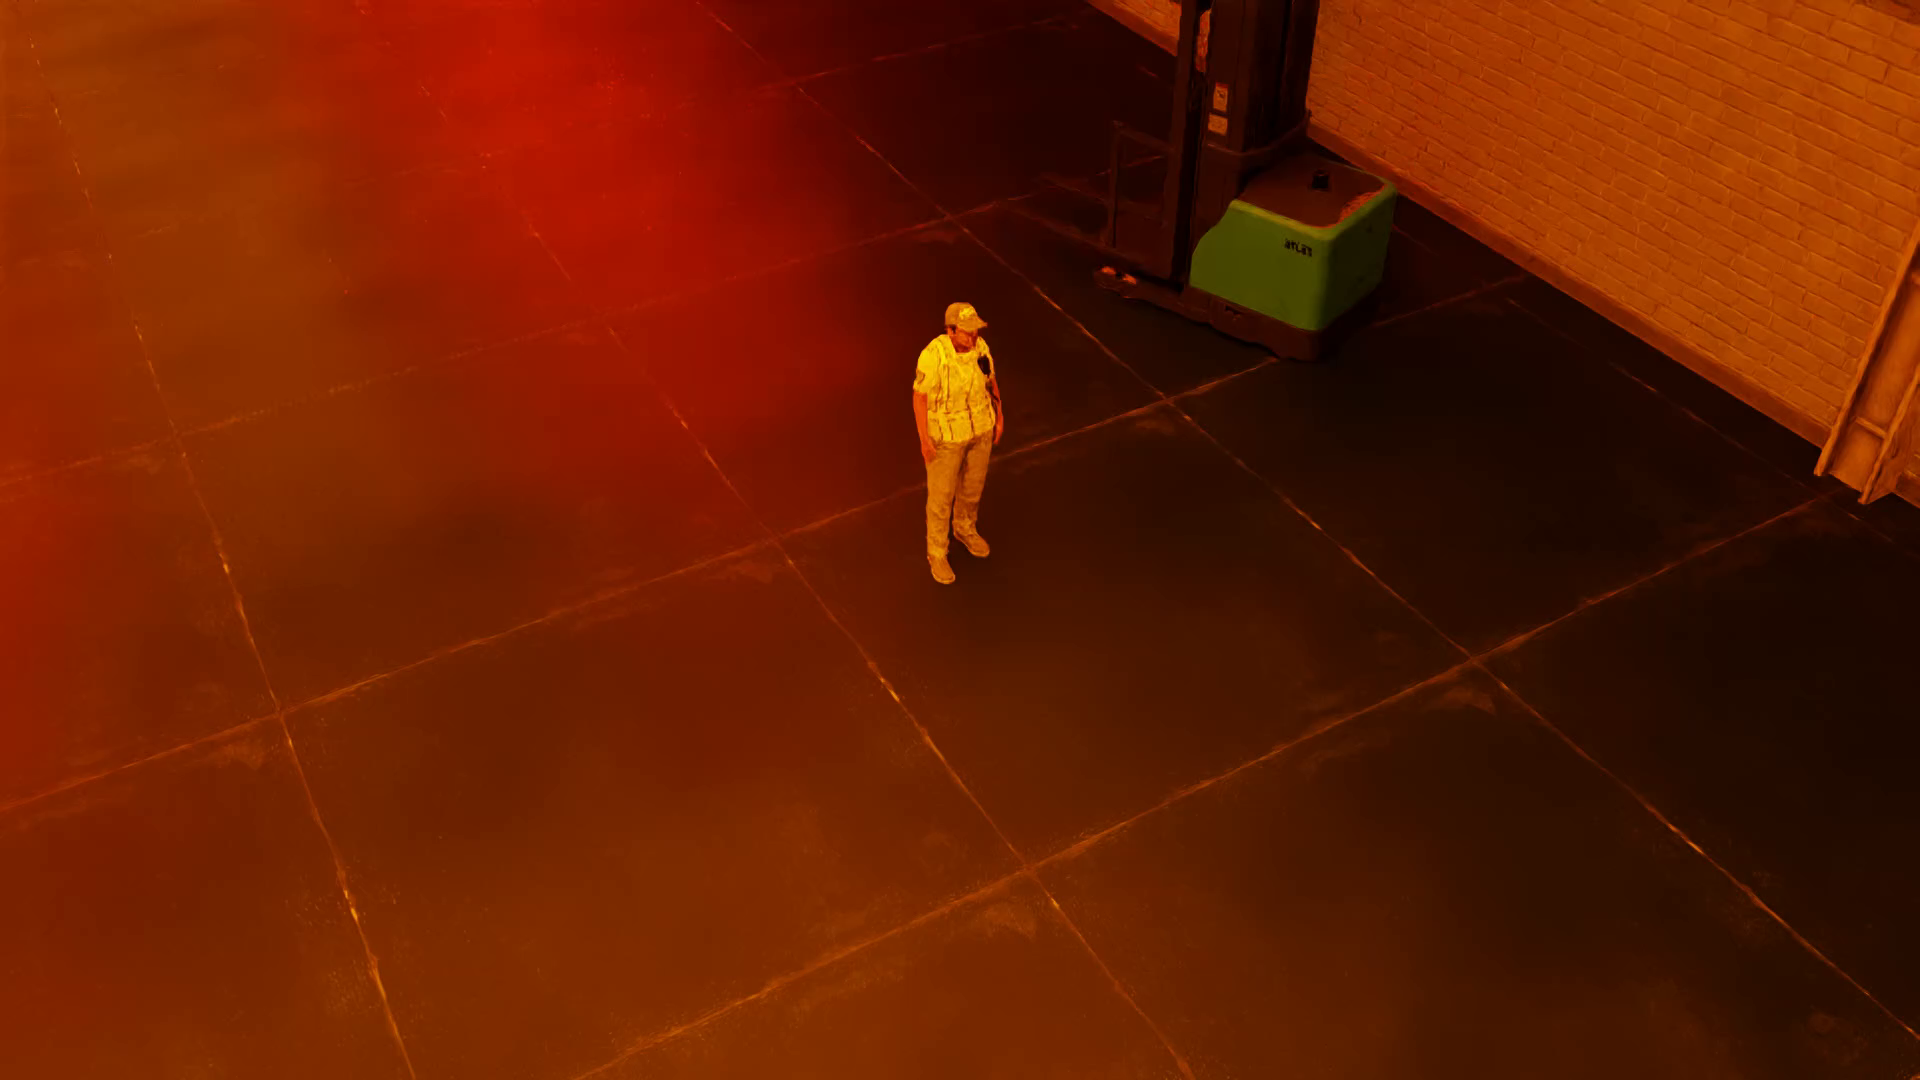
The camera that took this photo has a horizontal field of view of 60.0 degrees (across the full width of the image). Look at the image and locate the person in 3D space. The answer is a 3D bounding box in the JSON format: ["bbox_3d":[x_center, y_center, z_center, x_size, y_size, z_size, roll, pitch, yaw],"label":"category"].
[{"bbox_3d":[0.019,-0.597,9.736,0.598,1.669,0.529,-20,44,-23],"label":"person"}]

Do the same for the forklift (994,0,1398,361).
[{"bbox_3d":[1.643,-3.183,11.874,3.031,2.935,1.130,28,47,30],"label":"forklift"}]
